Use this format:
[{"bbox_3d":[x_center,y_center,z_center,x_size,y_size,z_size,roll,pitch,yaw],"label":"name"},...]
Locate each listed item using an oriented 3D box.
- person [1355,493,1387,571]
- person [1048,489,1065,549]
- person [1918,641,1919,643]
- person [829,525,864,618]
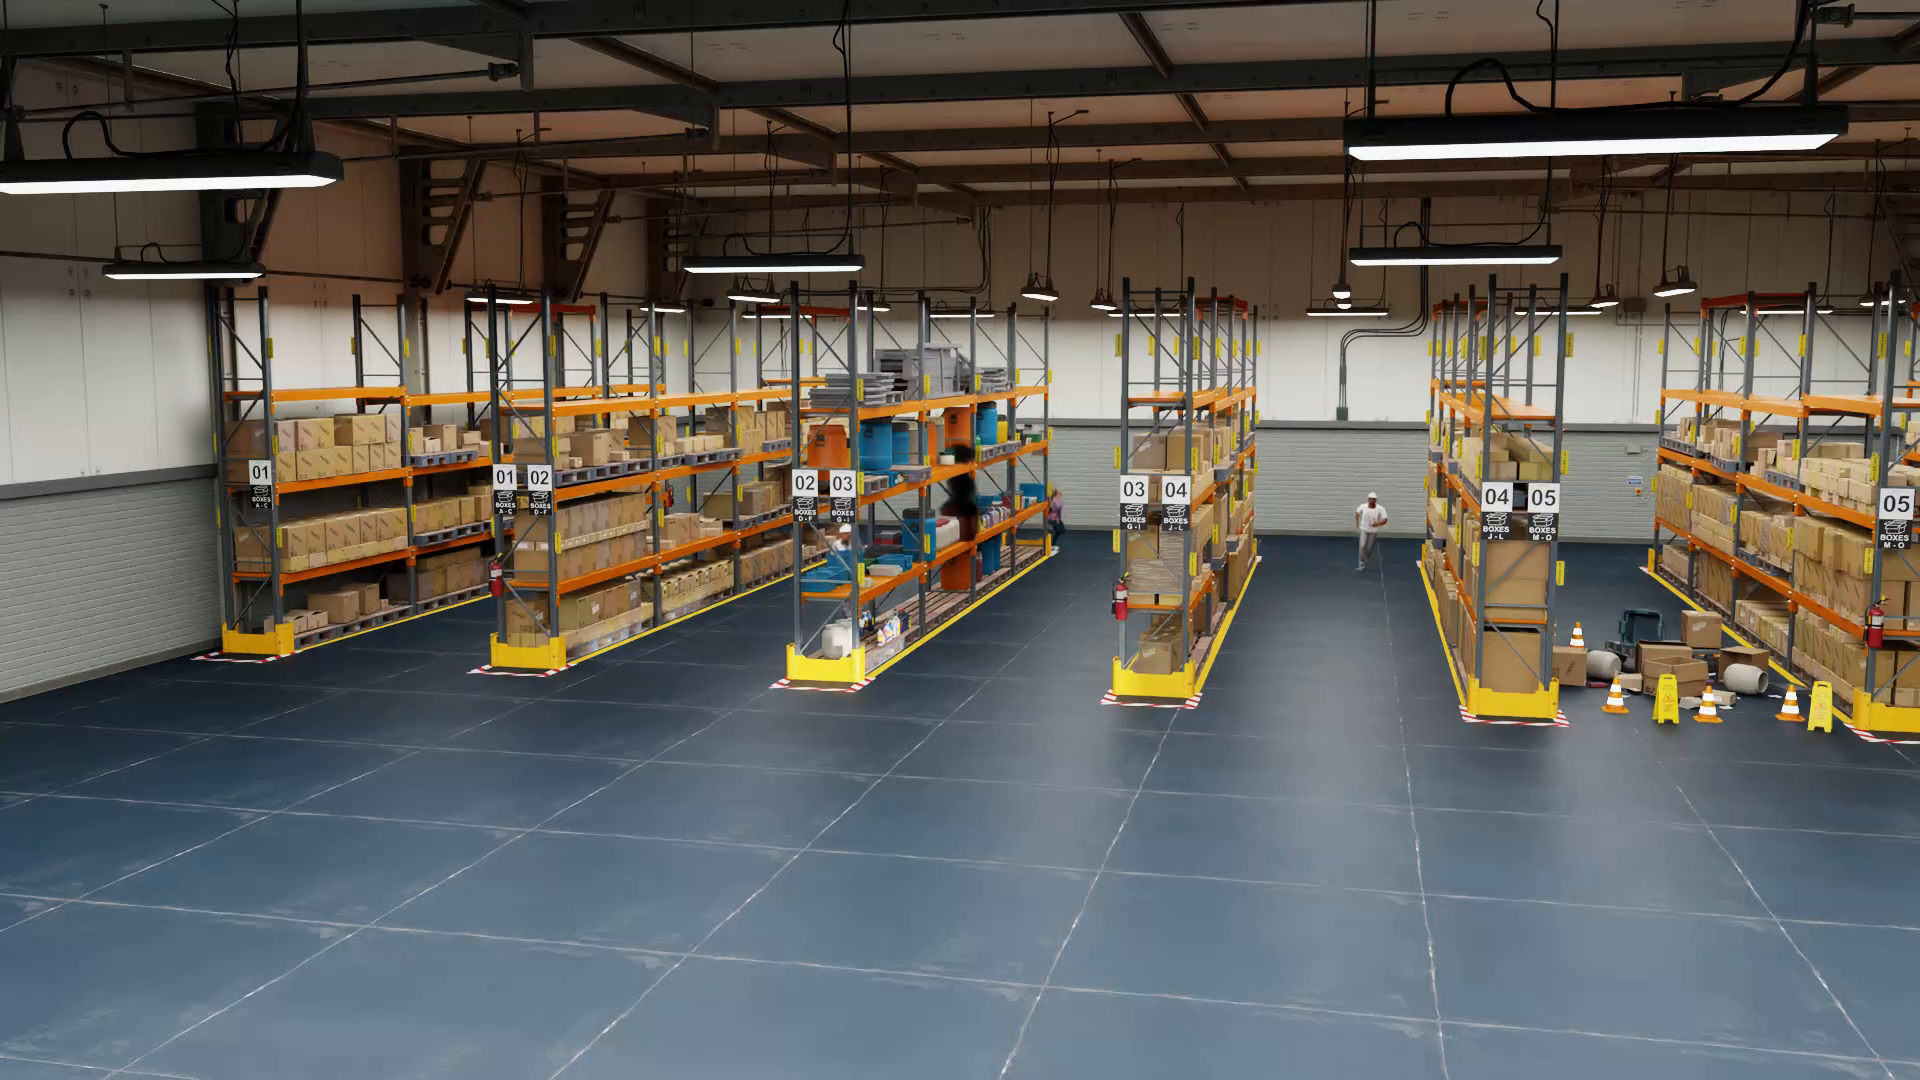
[{"bbox_3d":[9.357,-0.202,37.884,0.728,1.773,0.900,2,7,19],"label":"person"},{"bbox_3d":[2.354,-0.502,41.475,0.475,1.503,0.542,4,8,30],"label":"person"},{"bbox_3d":[16.365,0.987,27.878,0.575,1.622,0.866,1,7,7],"label":"person"},{"bbox_3d":[-2.131,0.564,31.216,0.645,1.740,0.884,0,7,0],"label":"person"}]
